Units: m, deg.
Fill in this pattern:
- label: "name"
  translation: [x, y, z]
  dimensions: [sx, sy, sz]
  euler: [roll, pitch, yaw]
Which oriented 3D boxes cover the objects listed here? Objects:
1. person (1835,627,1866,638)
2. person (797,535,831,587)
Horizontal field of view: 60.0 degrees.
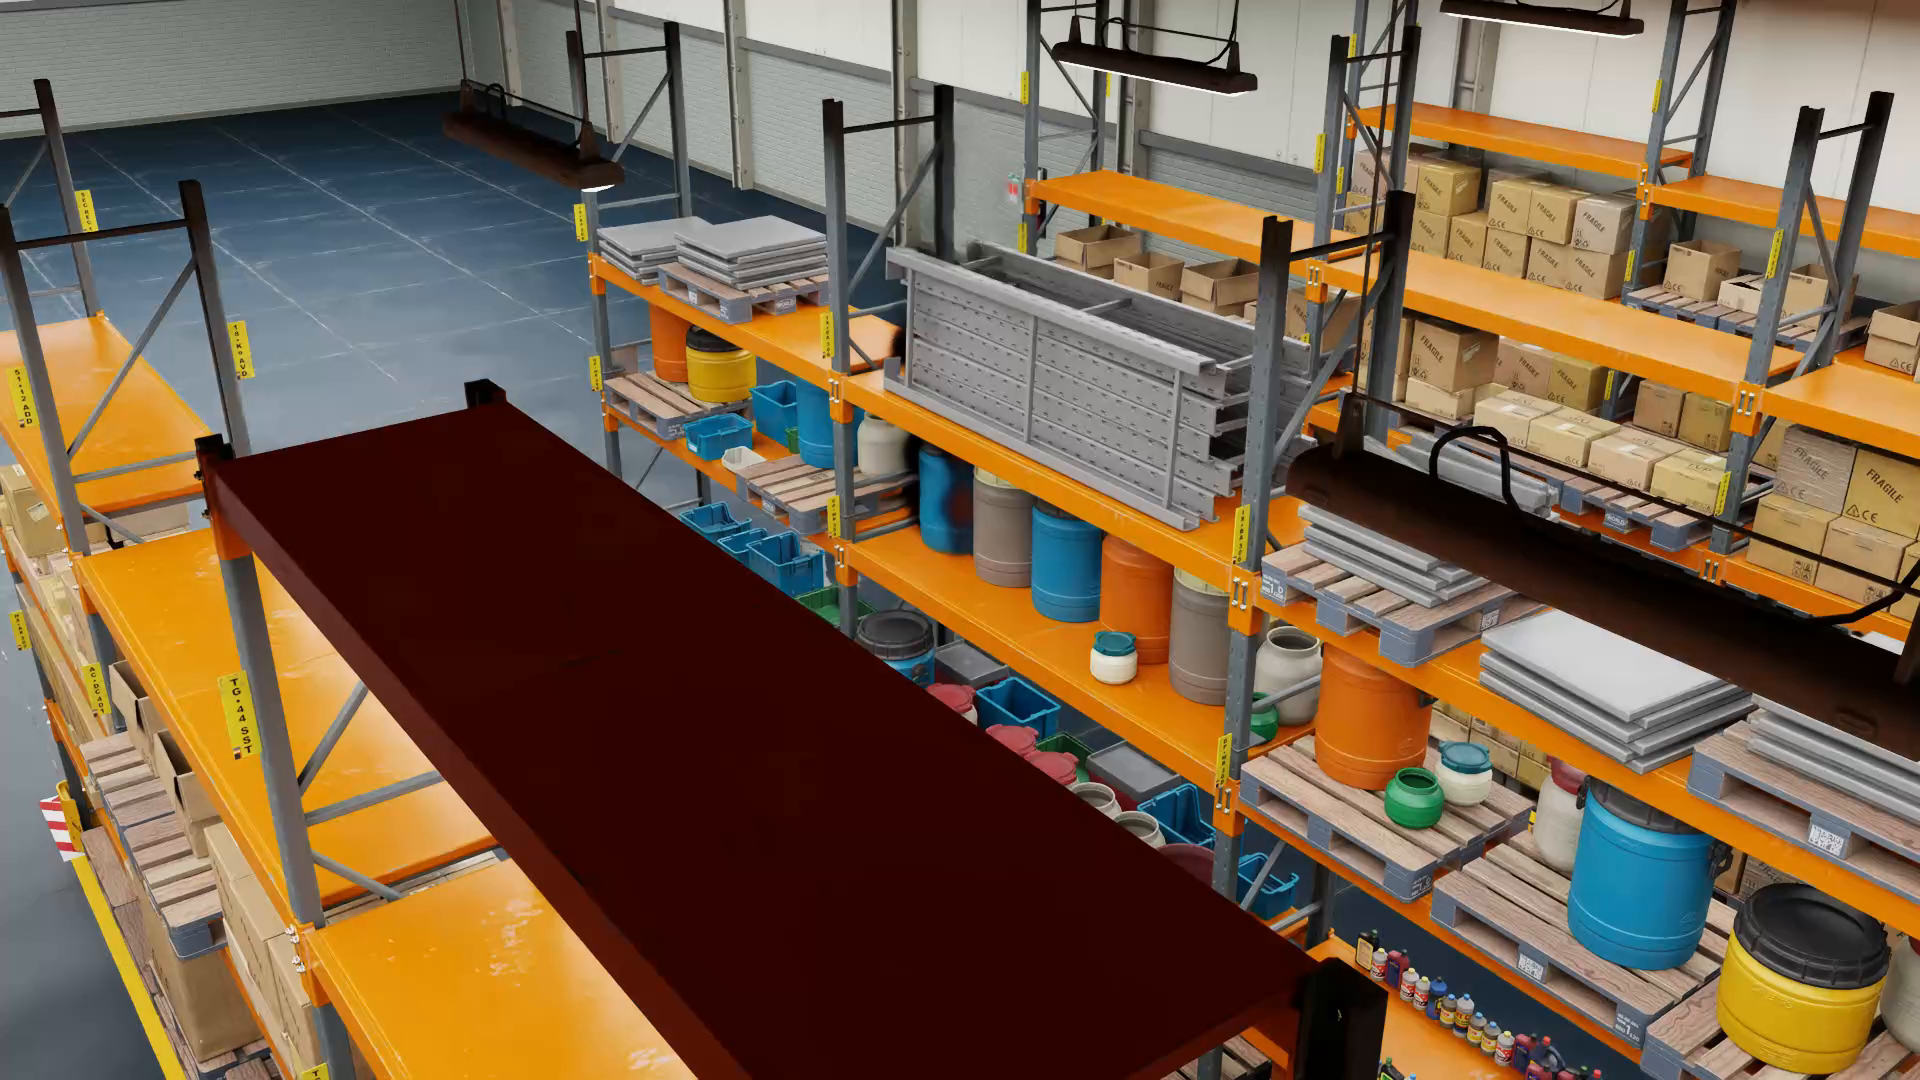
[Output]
- label: "person"
  translation: [7.773, 1.212, 14.337]
  dimensions: [0.753, 1.752, 0.564]
  euler: [21, 32, 38]
- label: "person"
  translation: [-1.441, -0.010, 16.564]
  dimensions: [0.761, 1.839, 0.641]
  euler: [18, 30, 34]
